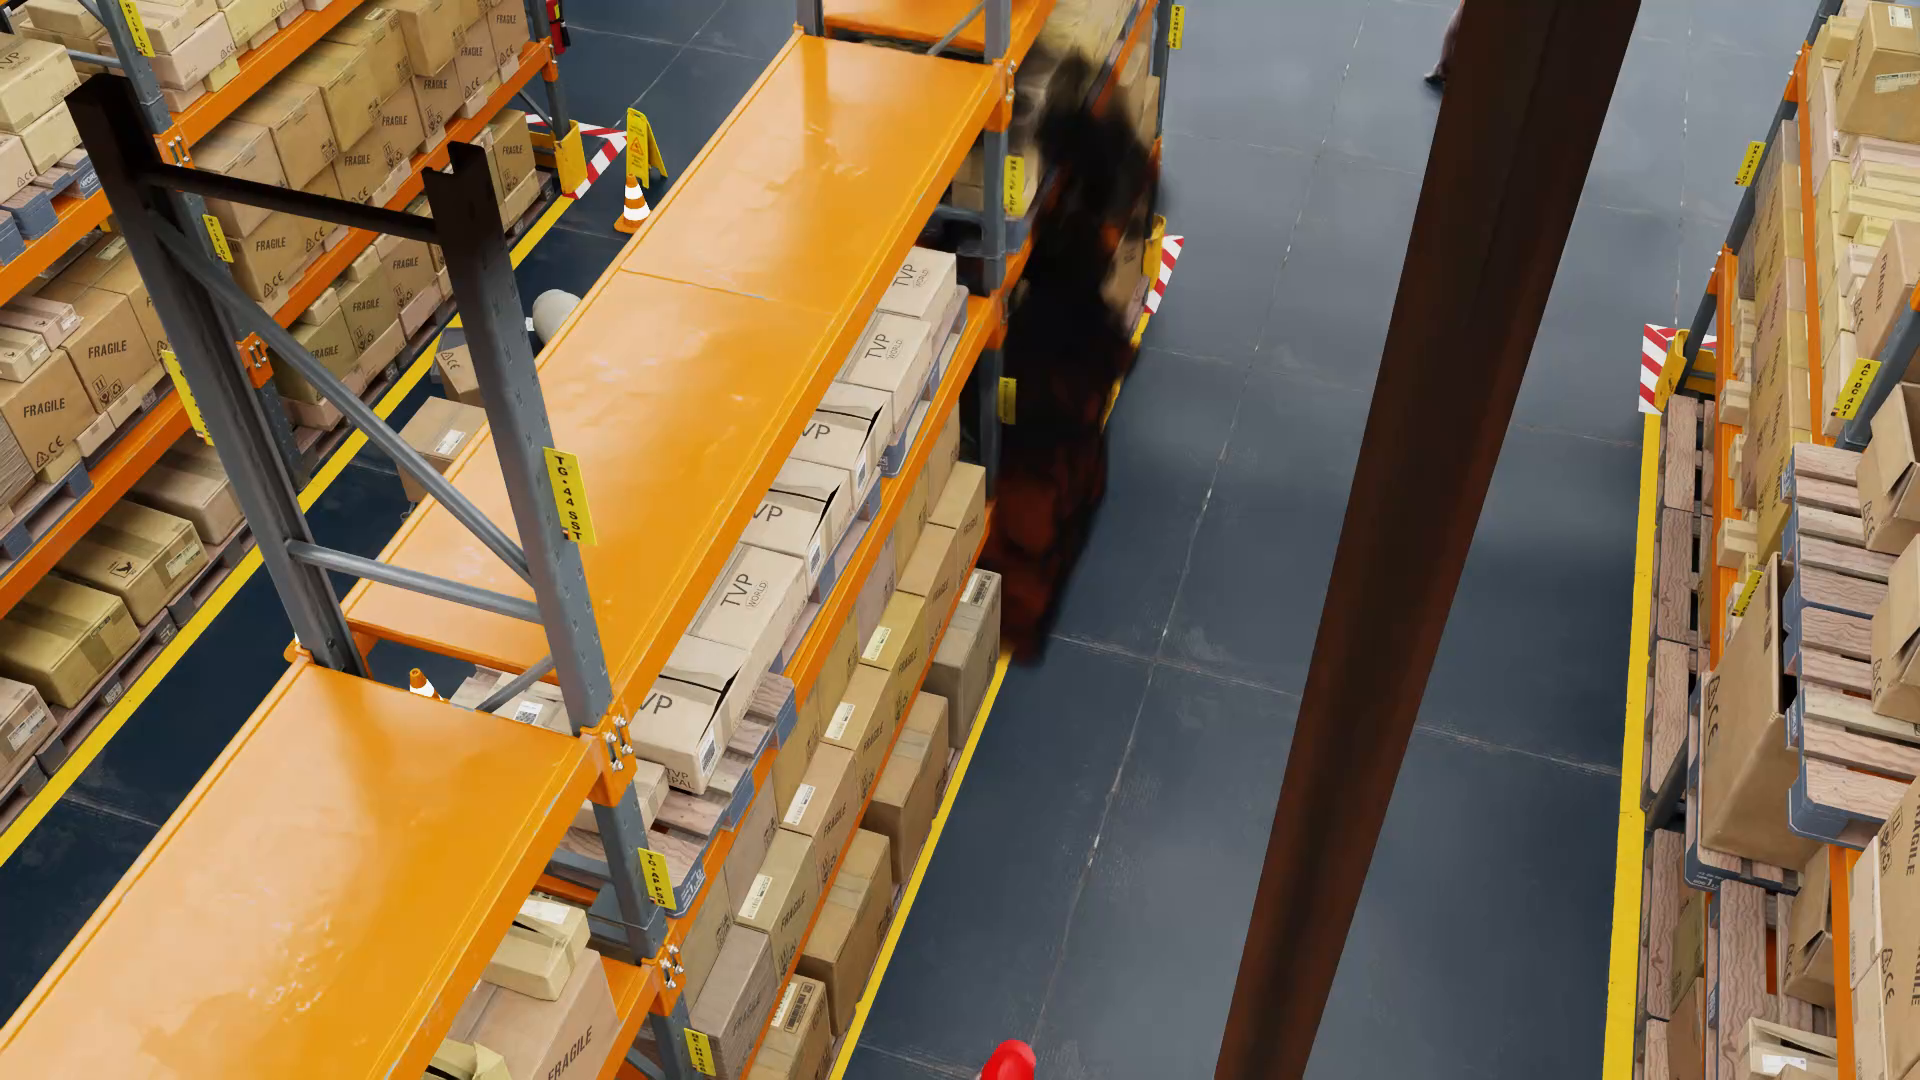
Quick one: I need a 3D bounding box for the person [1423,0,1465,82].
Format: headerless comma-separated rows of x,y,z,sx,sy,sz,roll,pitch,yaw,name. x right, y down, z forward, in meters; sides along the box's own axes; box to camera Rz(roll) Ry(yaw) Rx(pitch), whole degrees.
4.562,-4.629,14.453,0.668,1.752,0.918,-20,49,-19,person

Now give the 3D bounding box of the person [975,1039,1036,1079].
0.171,2.673,7.017,0.642,1.851,0.739,12,47,12,person
